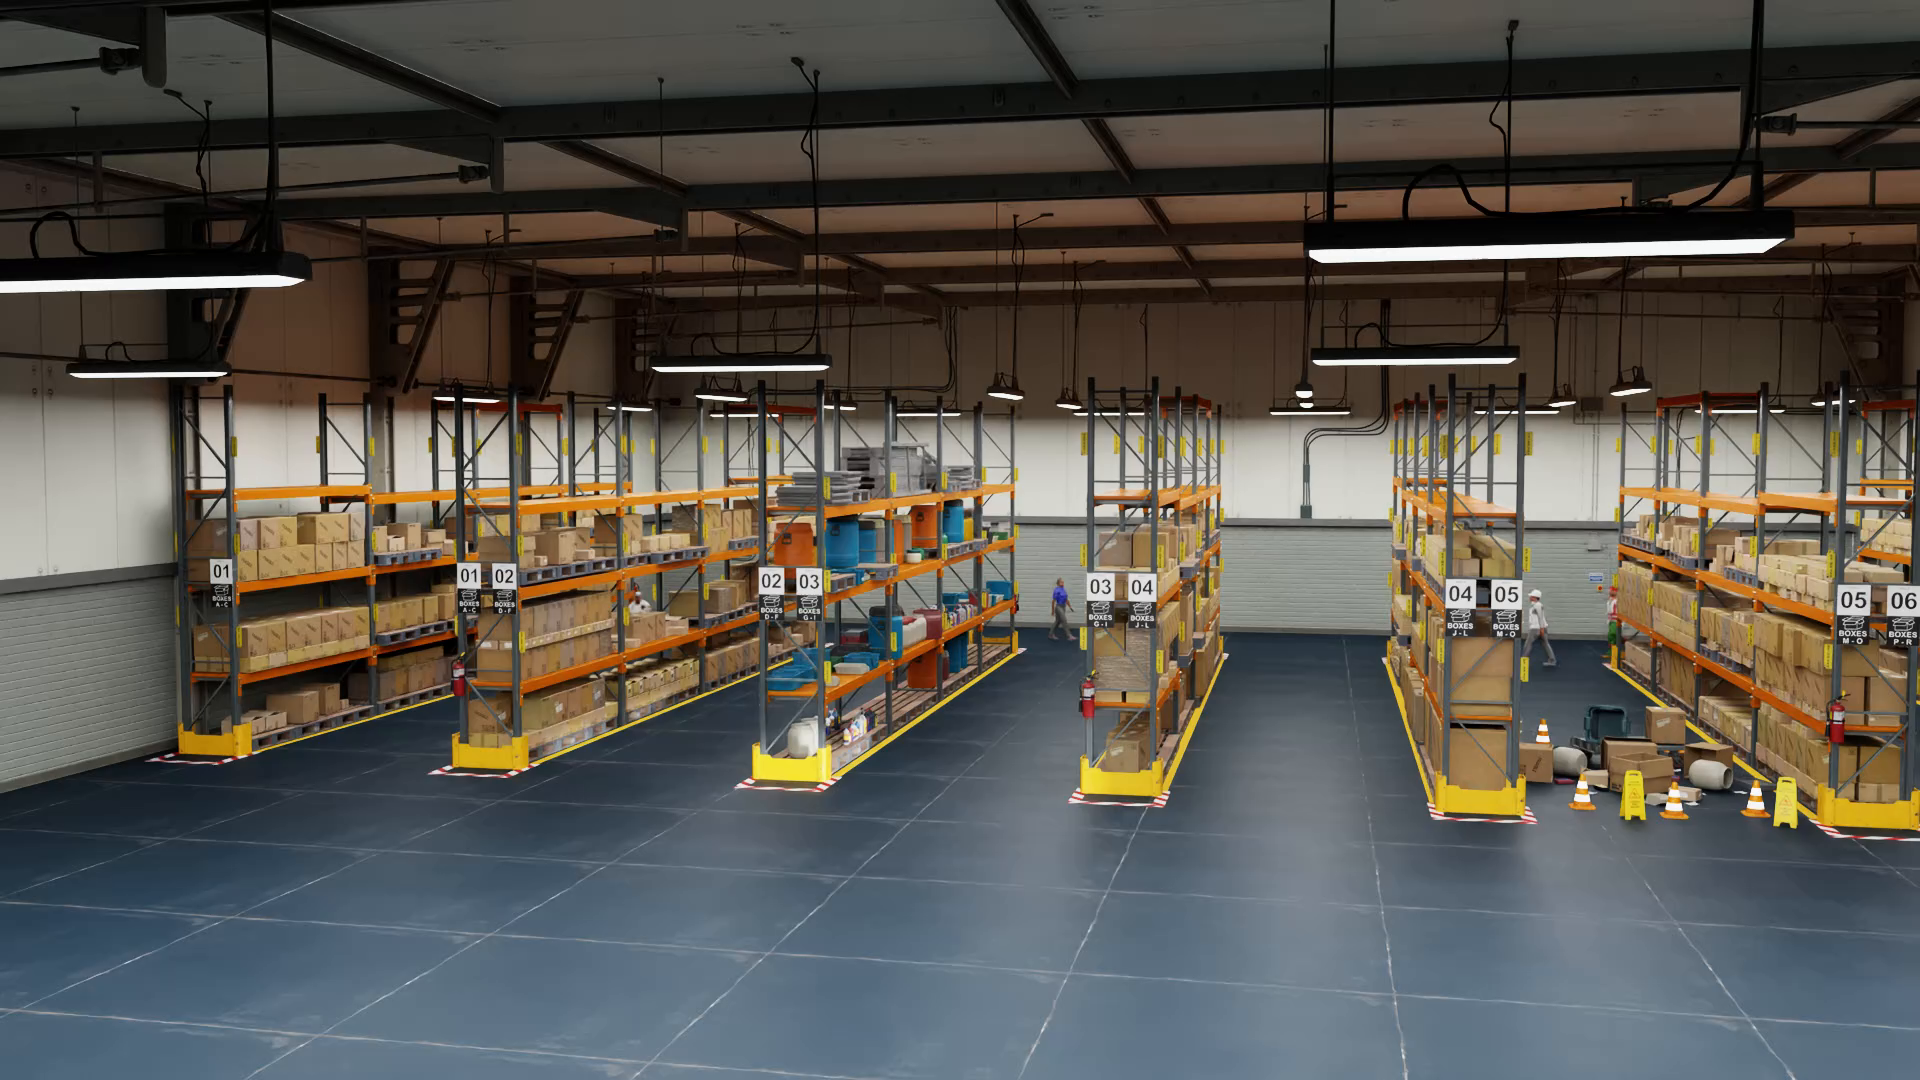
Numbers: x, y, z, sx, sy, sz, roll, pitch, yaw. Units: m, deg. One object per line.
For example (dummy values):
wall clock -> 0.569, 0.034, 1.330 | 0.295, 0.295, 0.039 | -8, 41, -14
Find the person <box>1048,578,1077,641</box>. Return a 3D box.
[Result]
person -> 2.669, 1.779, 42.845 | 0.944, 1.605, 0.471 | 2, 4, 34

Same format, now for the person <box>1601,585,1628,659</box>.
person -> 15.574, 1.921, 39.343 | 0.929, 1.758, 0.546 | 0, 3, -8

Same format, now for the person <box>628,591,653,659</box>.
person -> -7.584, 2.010, 39.390 | 0.566, 1.613, 0.585 | 1, 3, 10

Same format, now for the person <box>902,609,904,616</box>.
person -> -1.532, 2.061, 36.800 | 0.595, 1.727, 1.132 | 1, 3, 23

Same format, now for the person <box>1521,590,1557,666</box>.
person -> 13.147, 1.991, 37.986 | 0.989, 1.708, 0.517 | 3, 4, 38
